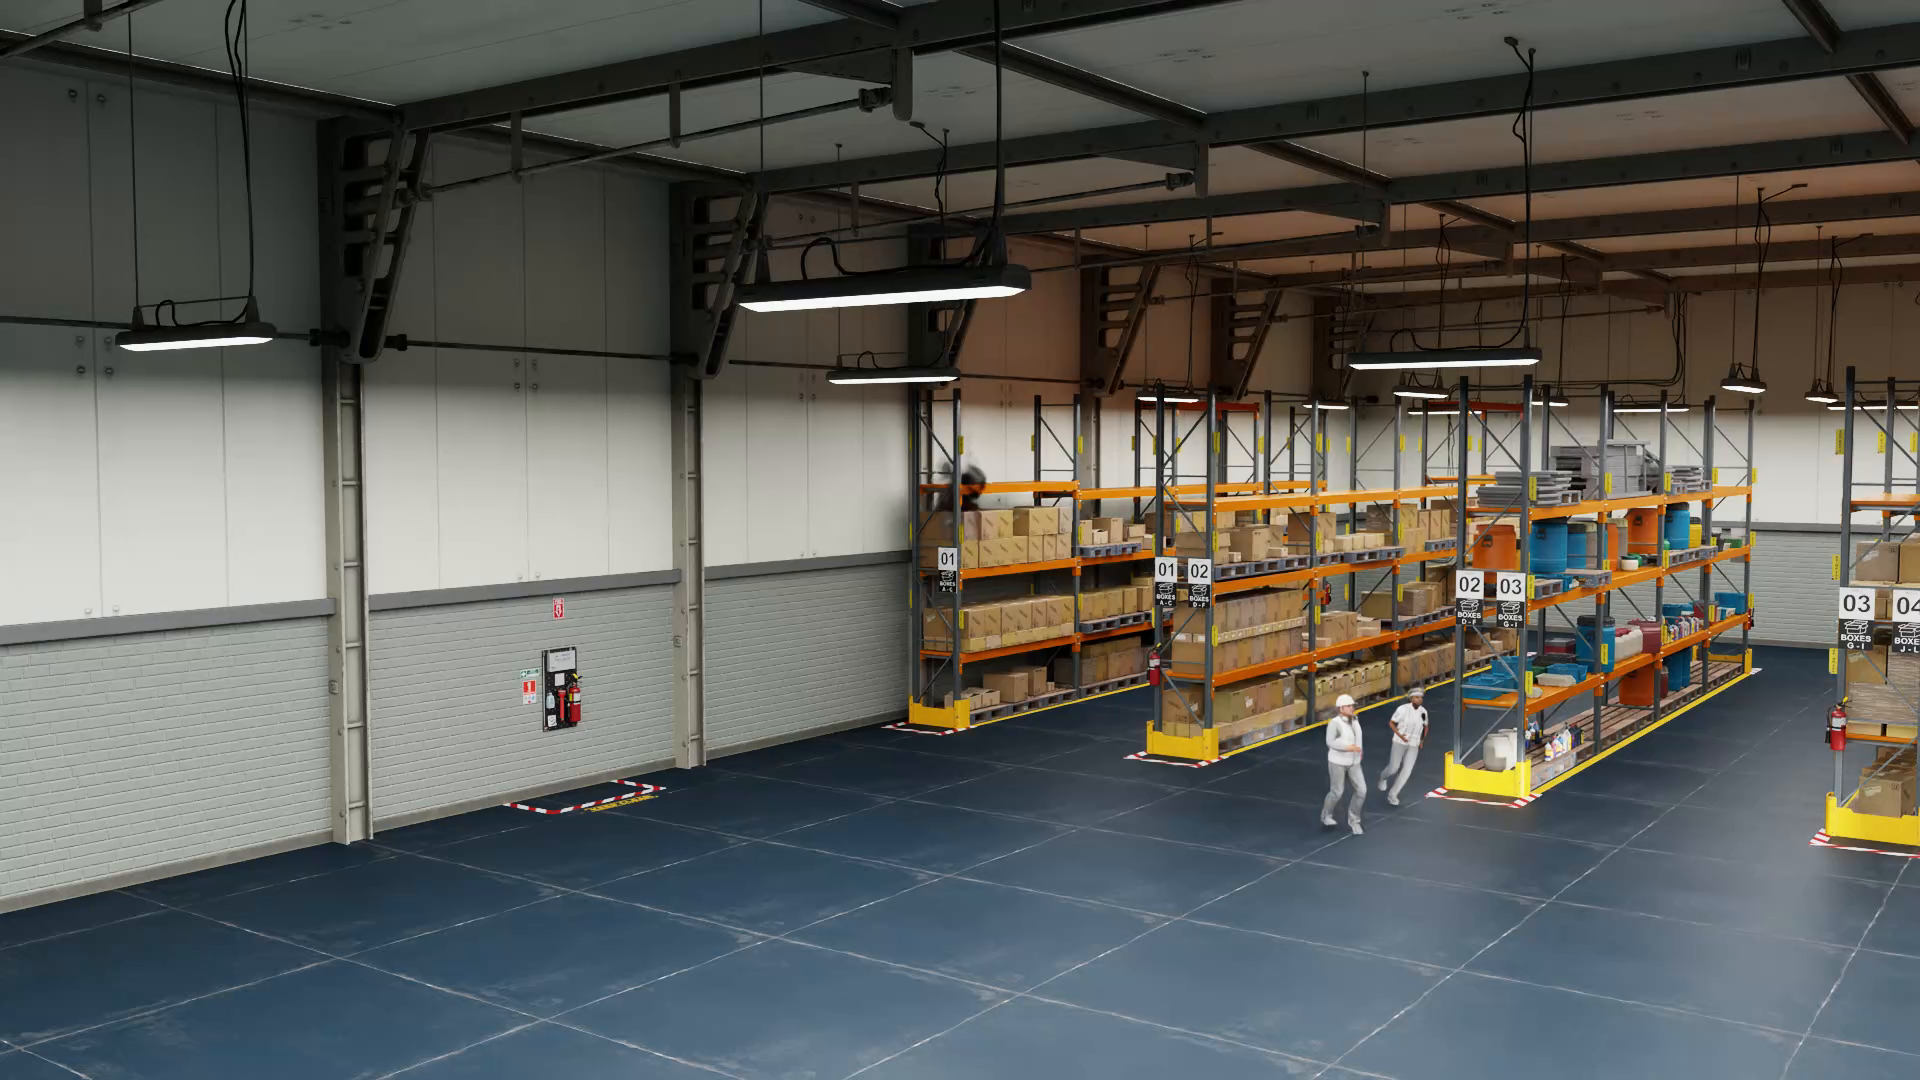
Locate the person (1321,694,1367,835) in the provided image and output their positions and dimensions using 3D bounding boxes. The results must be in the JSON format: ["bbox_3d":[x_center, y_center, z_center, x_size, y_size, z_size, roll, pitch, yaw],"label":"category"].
[{"bbox_3d":[4.984,2.912,21.479,0.675,1.850,0.748,-2,4,-28],"label":"person"}]

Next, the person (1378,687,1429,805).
[{"bbox_3d":[6.301,2.865,23.460,0.637,1.625,0.741,0,3,-2],"label":"person"}]
